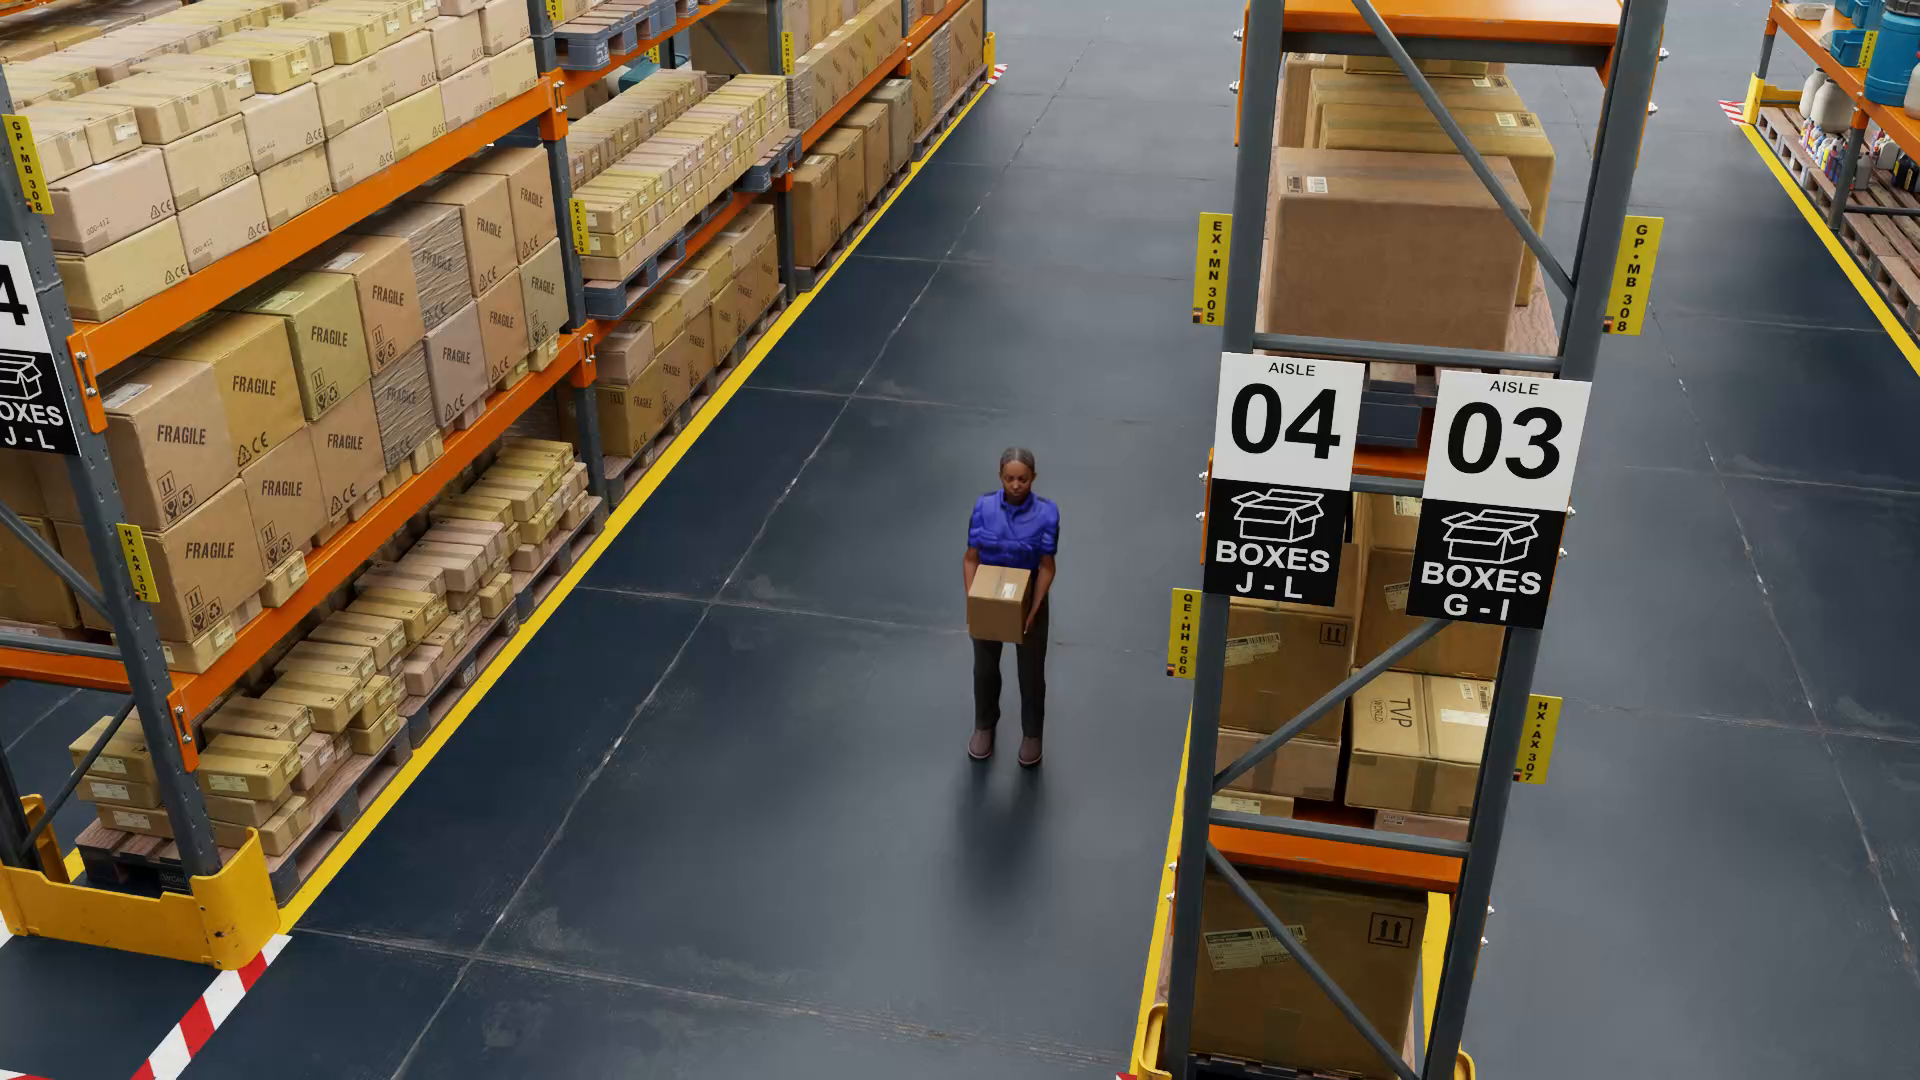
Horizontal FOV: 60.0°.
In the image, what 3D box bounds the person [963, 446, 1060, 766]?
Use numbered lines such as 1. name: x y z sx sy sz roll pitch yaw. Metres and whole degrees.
1. person: 0.225 0.366 7.978 0.448 1.642 0.505 6 30 11
